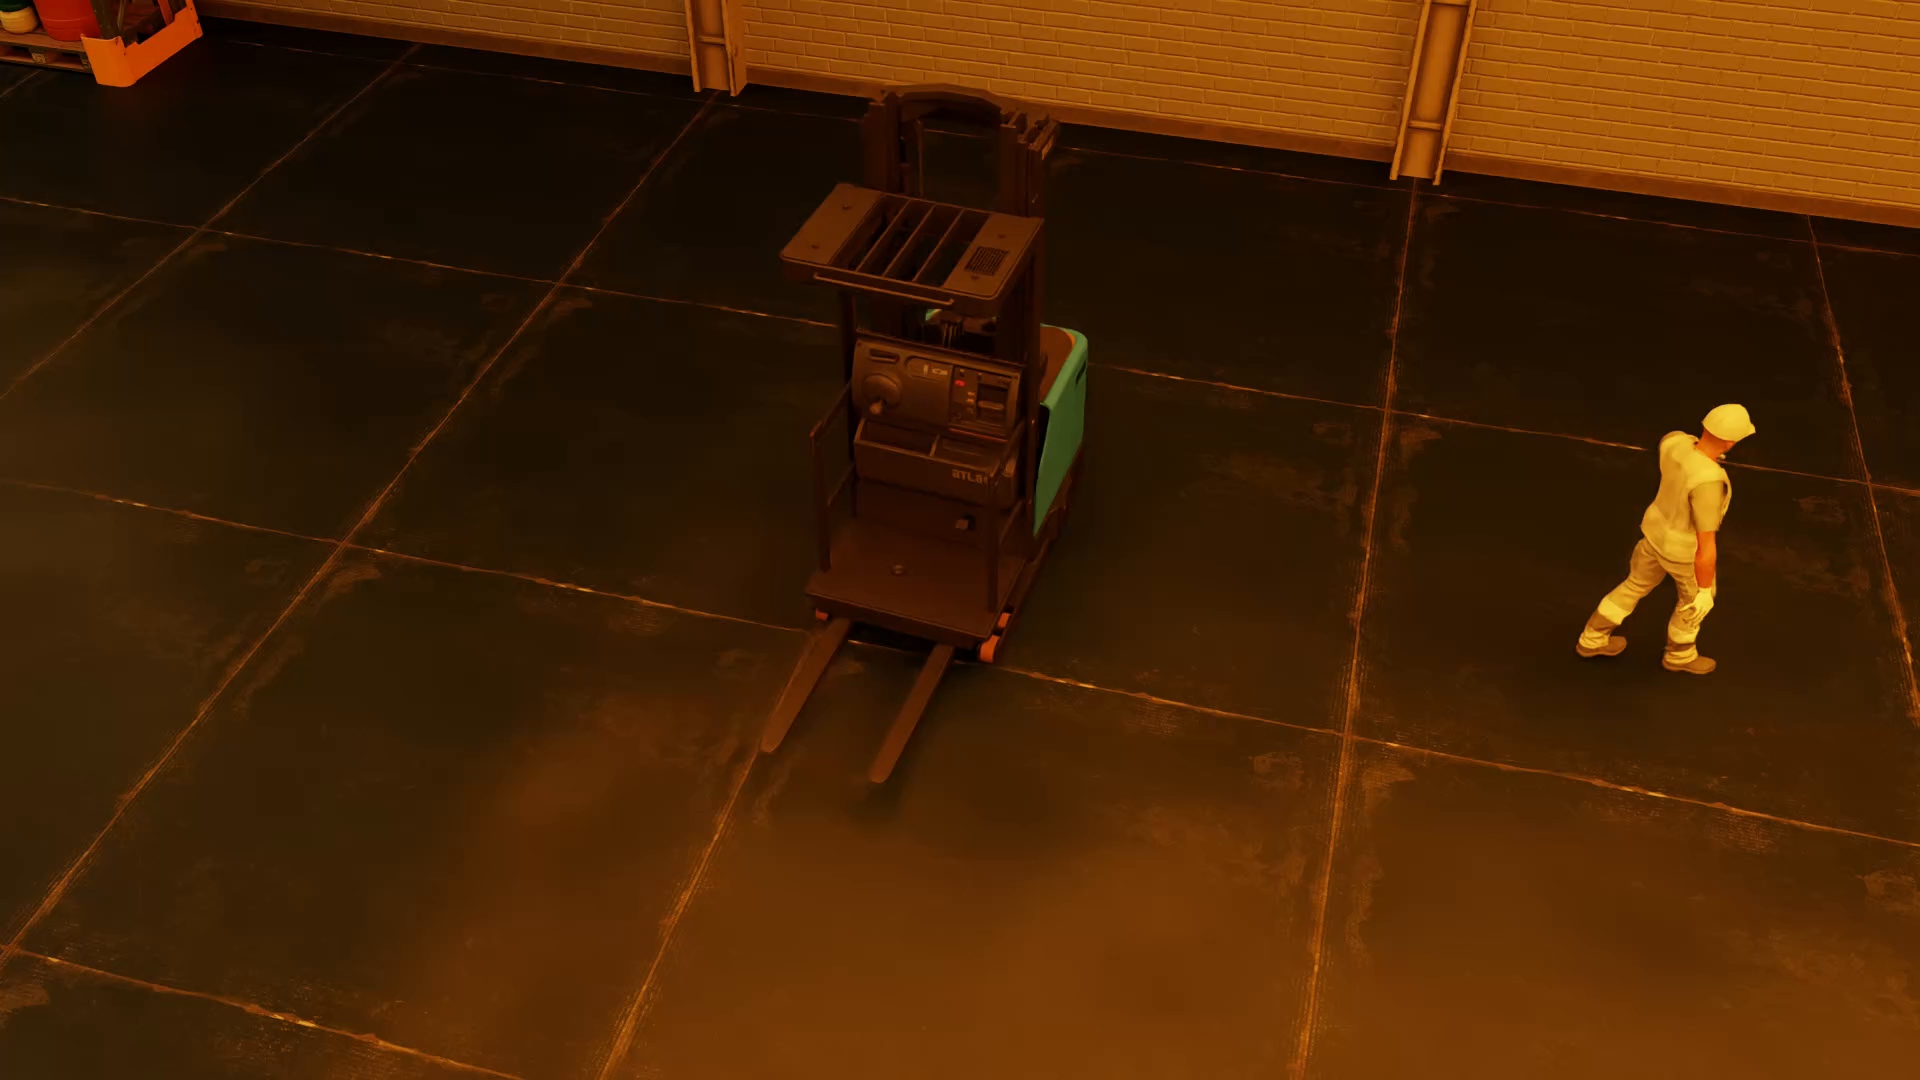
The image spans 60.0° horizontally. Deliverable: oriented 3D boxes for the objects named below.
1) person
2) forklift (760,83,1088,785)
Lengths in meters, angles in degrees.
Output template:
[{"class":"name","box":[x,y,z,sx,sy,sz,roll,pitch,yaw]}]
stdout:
[{"class":"person","box":[3.847,0.025,8.736,0.752,1.763,1.001,-7,42,-8]},{"class":"forklift","box":[-0.201,-0.722,8.685,1.130,2.935,3.031,13,43,15]}]
